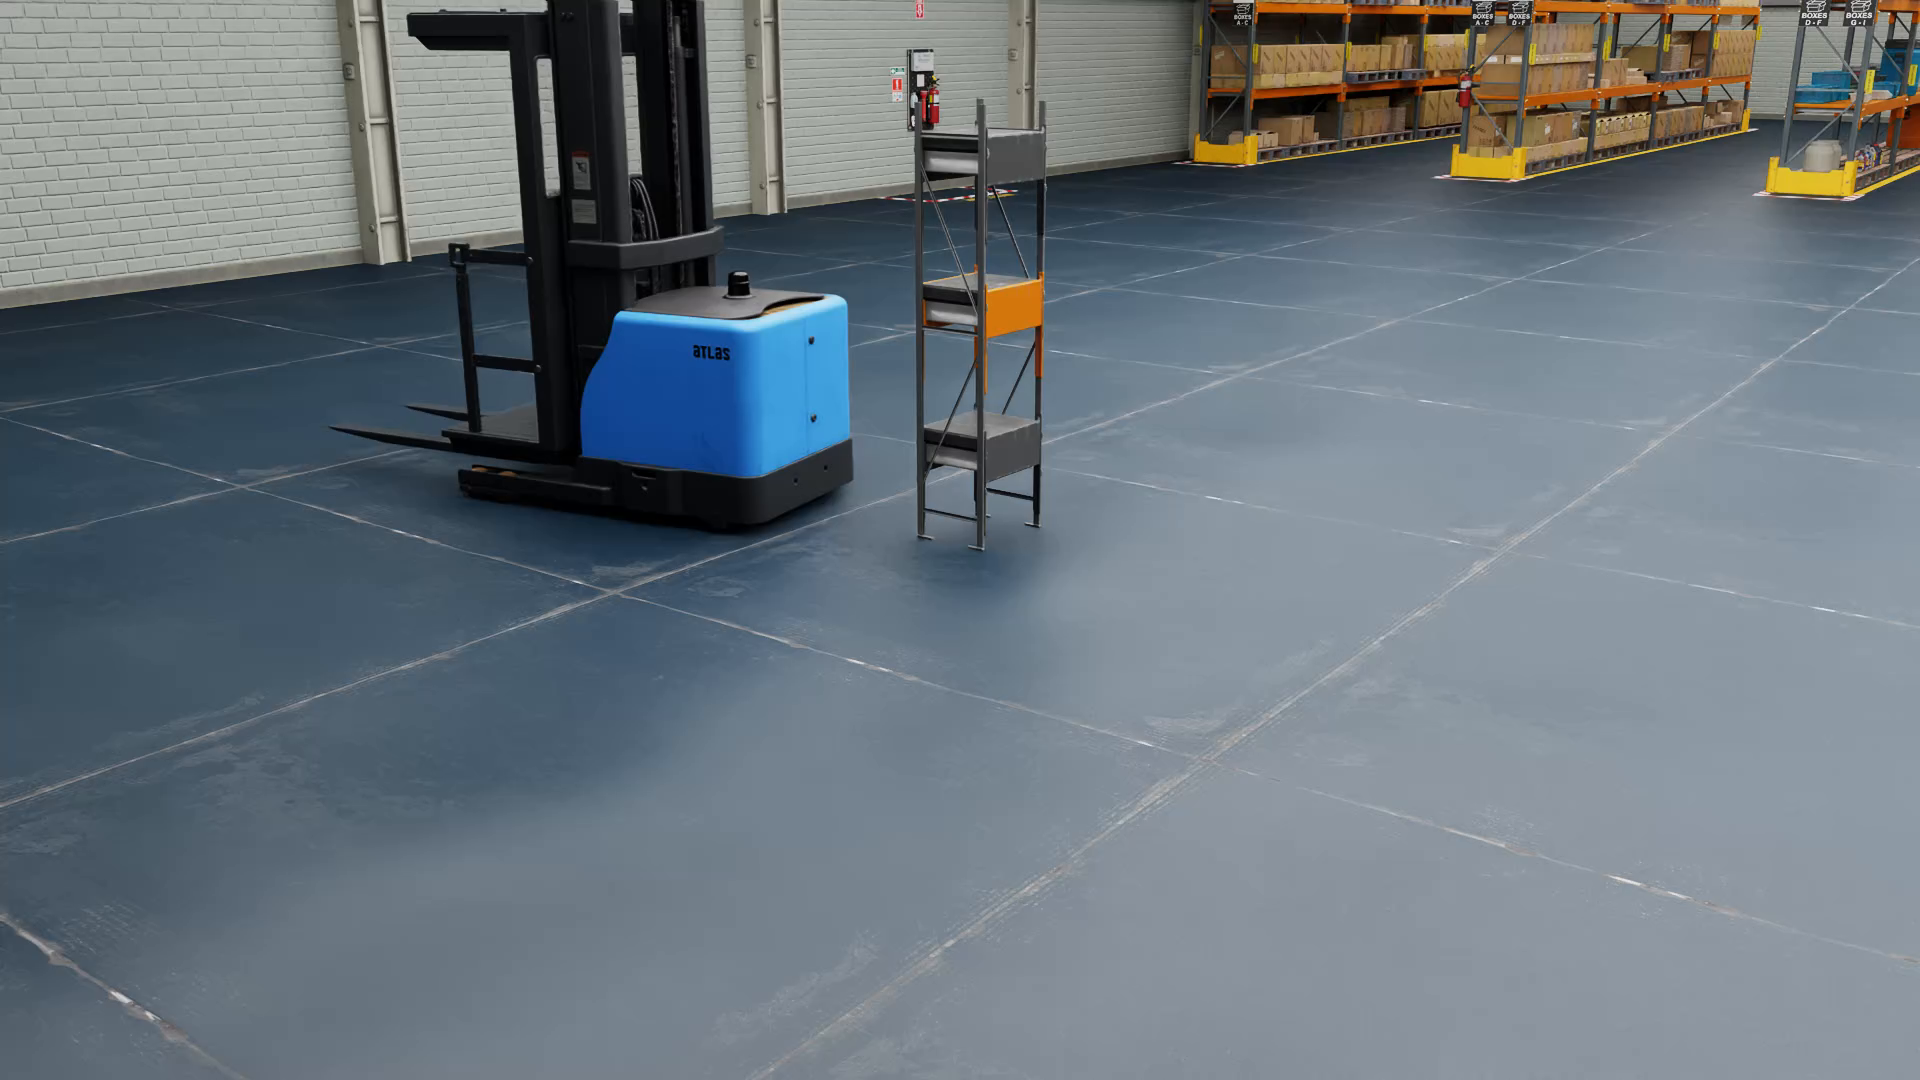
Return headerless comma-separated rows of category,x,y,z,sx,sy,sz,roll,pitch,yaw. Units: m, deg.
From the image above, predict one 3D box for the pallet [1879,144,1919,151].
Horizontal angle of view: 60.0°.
pallet,18.008,-7.409,31.747,1.003,0.211,1.213,12,21,35

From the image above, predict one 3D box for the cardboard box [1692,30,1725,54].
cardboard box,16.485,-10.962,36.633,0.500,0.500,0.500,13,22,36

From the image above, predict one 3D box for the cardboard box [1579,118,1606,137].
cardboard box,11.658,-7.679,30.896,0.500,0.311,0.500,13,21,35

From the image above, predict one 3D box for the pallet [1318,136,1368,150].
pallet,7.694,-8.198,34.286,1.003,0.211,1.213,12,21,35

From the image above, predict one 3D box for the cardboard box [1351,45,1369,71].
cardboard box,7.901,-9.849,33.990,0.700,0.500,0.500,15,23,40

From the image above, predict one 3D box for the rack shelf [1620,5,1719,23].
rack shelf,14.787,-10.987,34.722,1.077,0.370,4.000,12,21,35

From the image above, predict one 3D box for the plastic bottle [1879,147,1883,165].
plastic bottle,15.166,-6.333,27.418,0.061,0.283,0.133,14,22,37

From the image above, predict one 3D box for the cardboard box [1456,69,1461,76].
cardboard box,11.232,-10.713,38.075,0.380,0.149,0.250,12,21,33

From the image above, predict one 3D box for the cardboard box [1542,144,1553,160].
cardboard box,9.920,-6.731,28.790,0.500,0.250,0.500,12,21,35

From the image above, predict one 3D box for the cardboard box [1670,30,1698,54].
cardboard box,16.072,-11.066,36.966,0.500,0.500,0.500,13,21,35

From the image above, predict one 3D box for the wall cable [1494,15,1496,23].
wall cable,14.385,-13.159,43.848,0.084,1.984,1.851,12,21,35

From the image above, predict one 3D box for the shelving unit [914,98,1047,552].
shelving unit,0.099,-1.042,8.059,0.431,2.100,0.503,12,21,35

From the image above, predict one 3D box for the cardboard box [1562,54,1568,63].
cardboard box,10.308,-8.358,28.839,0.380,0.149,0.250,13,22,36

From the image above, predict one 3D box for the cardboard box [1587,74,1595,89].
cardboard box,11.470,-8.523,30.883,0.500,0.250,0.500,14,22,38

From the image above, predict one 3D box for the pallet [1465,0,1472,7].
pallet,11.492,-12.363,38.263,0.805,0.209,1.217,11,21,33

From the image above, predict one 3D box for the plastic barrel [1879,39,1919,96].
plastic barrel,15.661,-7.871,27.687,0.600,0.901,0.708,12,21,35

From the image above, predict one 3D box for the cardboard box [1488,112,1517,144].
cardboard box,9.493,-7.183,28.981,0.500,0.500,0.500,12,21,35

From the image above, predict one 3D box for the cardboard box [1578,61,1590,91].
cardboard box,10.953,-8.410,30.100,0.700,0.500,0.500,12,21,33

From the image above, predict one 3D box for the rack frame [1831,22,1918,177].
rack frame,15.188,-7.593,27.637,1.000,3.000,0.127,12,21,35

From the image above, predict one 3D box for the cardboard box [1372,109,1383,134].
cardboard box,8.554,-8.907,35.340,0.700,0.500,0.500,12,21,34

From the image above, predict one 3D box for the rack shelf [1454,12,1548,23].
rack shelf,13.190,-12.814,40.606,1.077,0.370,4.000,12,21,35

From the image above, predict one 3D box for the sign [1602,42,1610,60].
sign,11.659,-8.823,30.004,0.100,0.325,0.005,12,21,35

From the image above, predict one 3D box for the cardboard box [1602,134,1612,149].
cardboard box,11.957,-7.531,31.364,0.500,0.250,0.500,13,22,36

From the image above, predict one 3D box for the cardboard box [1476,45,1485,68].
cardboard box,11.926,-11.294,38.851,0.500,0.500,0.500,12,21,34

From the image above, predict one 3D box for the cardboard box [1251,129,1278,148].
cardboard box,5.672,-7.602,31.457,0.500,0.311,0.500,15,22,39

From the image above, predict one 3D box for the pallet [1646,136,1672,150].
pallet,14.071,-8.261,34.491,1.003,0.211,1.213,12,21,35

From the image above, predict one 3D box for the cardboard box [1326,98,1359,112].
cardboard box,7.916,-9.002,34.383,0.500,0.250,0.500,12,21,34

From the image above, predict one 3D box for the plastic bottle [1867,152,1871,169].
plastic bottle,14.520,-6.078,26.617,0.097,0.271,0.097,0,17,0

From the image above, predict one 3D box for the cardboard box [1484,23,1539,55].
cardboard box,9.149,-8.305,27.575,0.700,0.500,0.500,13,21,35

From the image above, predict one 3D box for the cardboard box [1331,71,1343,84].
cardboard box,7.193,-9.115,32.758,0.500,0.250,0.500,12,21,35

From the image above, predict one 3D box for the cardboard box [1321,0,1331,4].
cardboard box,6.818,-10.551,31.903,0.500,0.500,0.500,10,20,30

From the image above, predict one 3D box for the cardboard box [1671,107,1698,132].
cardboard box,15.614,-9.107,35.984,0.500,0.500,0.500,13,21,35

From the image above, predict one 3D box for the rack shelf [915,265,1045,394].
rack shelf,0.099,-1.029,8.063,0.431,0.518,0.480,12,21,35

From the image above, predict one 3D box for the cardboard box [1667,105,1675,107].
cardboard box,15.495,-9.319,36.668,0.500,0.500,0.500,11,21,32

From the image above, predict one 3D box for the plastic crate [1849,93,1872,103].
plastic crate,13.596,-6.671,25.112,0.298,0.136,0.250,12,21,35

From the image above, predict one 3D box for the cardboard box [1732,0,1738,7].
cardboard box,17.067,-12.045,37.168,0.500,0.250,0.500,12,21,35

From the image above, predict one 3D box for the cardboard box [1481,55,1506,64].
cardboard box,8.903,-7.999,27.681,0.380,0.149,0.250,12,21,34

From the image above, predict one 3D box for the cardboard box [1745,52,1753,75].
cardboard box,18.314,-11.220,39.149,0.500,0.500,0.500,13,22,36

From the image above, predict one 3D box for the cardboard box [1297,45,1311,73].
cardboard box,6.287,-9.111,31.479,0.500,0.500,0.500,13,22,36

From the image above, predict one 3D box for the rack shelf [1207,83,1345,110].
rack shelf,6.040,-8.524,31.847,1.077,0.370,4.000,12,21,35

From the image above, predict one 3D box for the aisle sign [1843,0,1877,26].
aisle sign,12.997,-7.813,23.962,0.394,0.787,0.004,12,21,35

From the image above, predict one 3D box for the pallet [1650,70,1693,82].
pallet,14.750,-9.794,35.049,1.003,0.211,1.213,12,21,35

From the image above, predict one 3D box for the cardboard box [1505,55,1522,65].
cardboard box,9.235,-7.930,27.458,0.380,0.149,0.250,12,21,34

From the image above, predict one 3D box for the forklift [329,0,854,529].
forklift,-2.137,-1.733,8.882,3.031,2.935,1.130,8,19,25

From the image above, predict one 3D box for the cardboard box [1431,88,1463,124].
cardboard box,11.188,-10.033,38.411,0.750,0.750,0.750,13,22,36

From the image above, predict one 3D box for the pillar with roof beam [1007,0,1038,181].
pillar with roof beam,4.453,-9.386,23.295,9.100,9.000,0.400,12,21,35

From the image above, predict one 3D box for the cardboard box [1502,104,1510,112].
cardboard box,13.136,-10.657,41.010,0.700,0.500,0.500,13,21,36

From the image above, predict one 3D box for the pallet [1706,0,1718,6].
pallet,15.534,-11.575,35.717,1.213,0.211,1.003,12,21,35

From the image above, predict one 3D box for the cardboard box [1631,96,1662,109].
cardboard box,14.601,-9.319,35.404,0.500,0.250,0.500,12,21,34

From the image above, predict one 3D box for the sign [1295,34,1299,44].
sign,6.784,-9.994,33.416,0.100,0.325,0.005,12,21,35

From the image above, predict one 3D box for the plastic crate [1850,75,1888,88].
plastic crate,14.774,-7.461,27.317,0.767,0.338,0.504,12,21,35

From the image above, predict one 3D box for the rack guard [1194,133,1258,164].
rack guard,4.893,-7.215,30.636,1.175,0.500,0.348,12,21,35
